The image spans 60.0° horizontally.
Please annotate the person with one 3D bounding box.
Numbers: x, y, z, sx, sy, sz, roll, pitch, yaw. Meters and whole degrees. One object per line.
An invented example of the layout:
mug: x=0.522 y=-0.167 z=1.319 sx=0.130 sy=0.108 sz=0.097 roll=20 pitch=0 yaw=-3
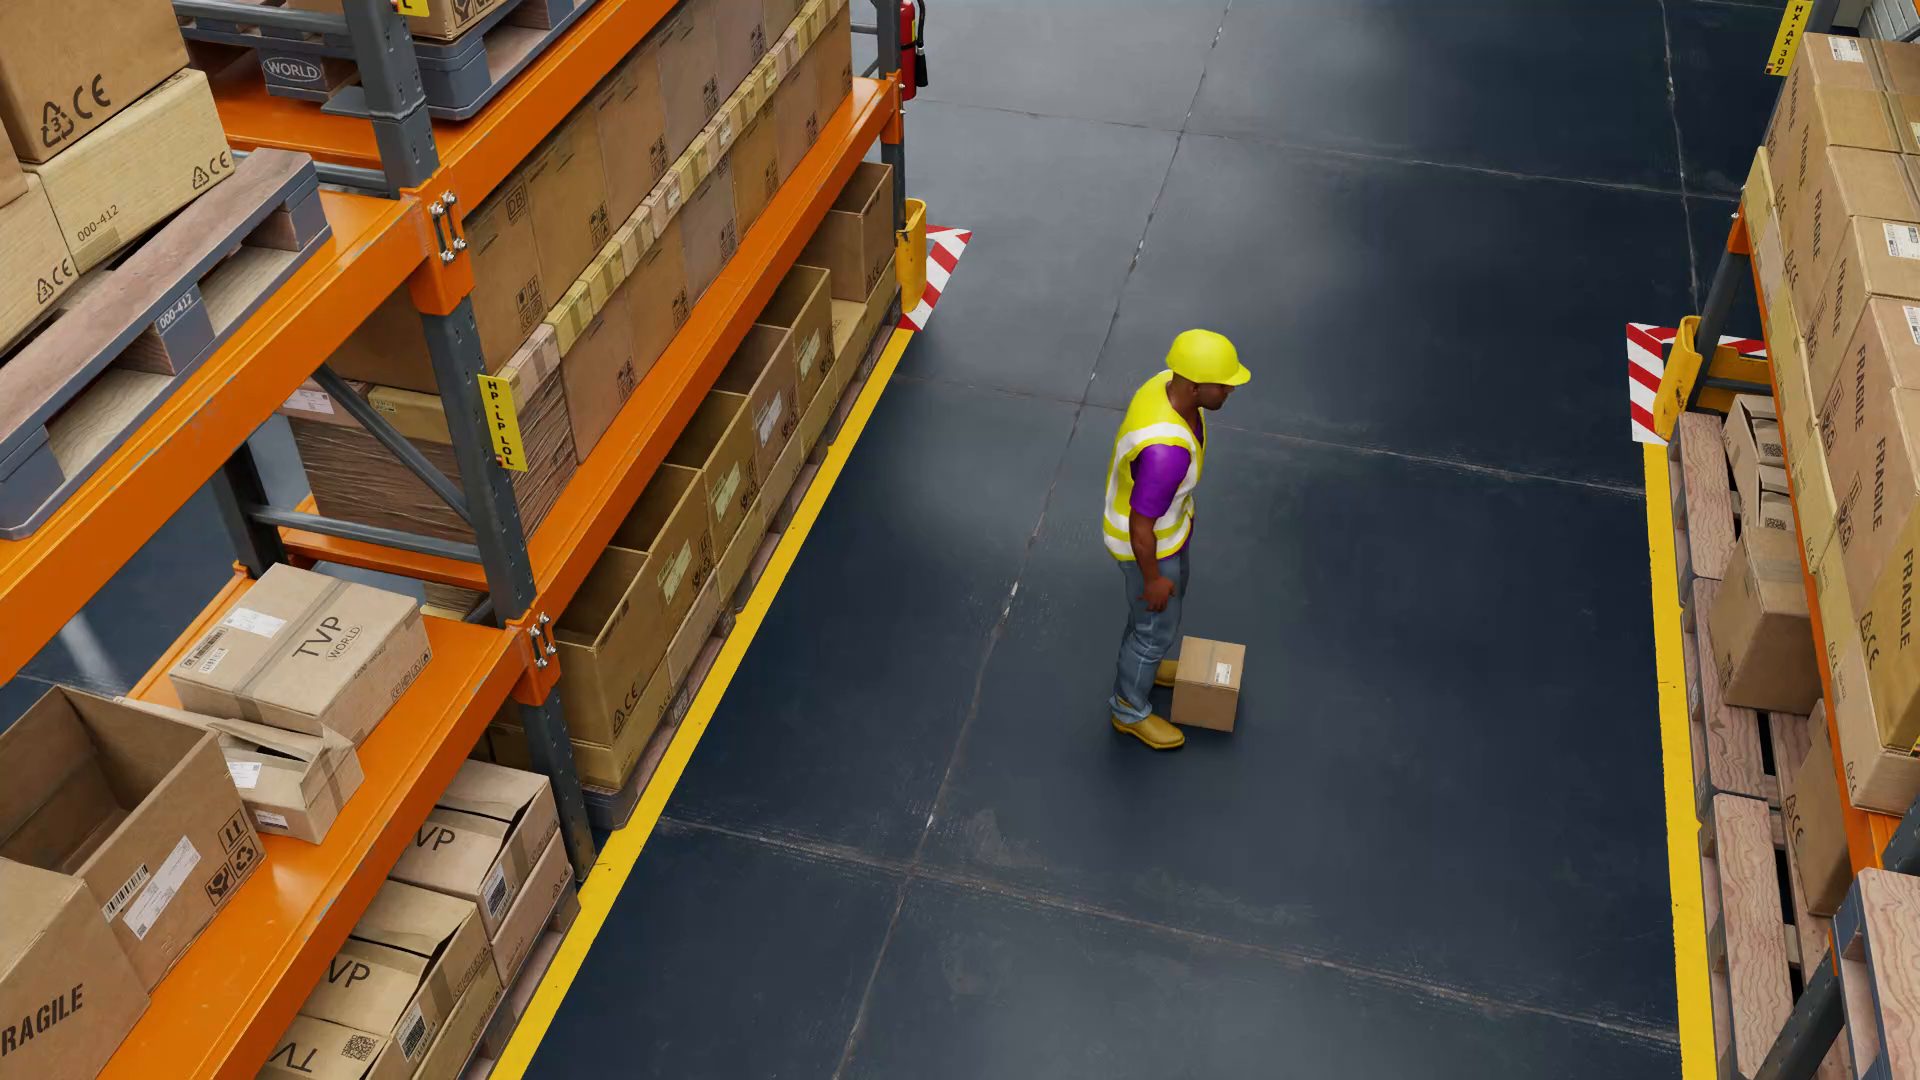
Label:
person: x=0.761 y=-0.023 z=6.174 sx=0.460 sy=1.756 sz=0.625 roll=9 pitch=42 yaw=11
